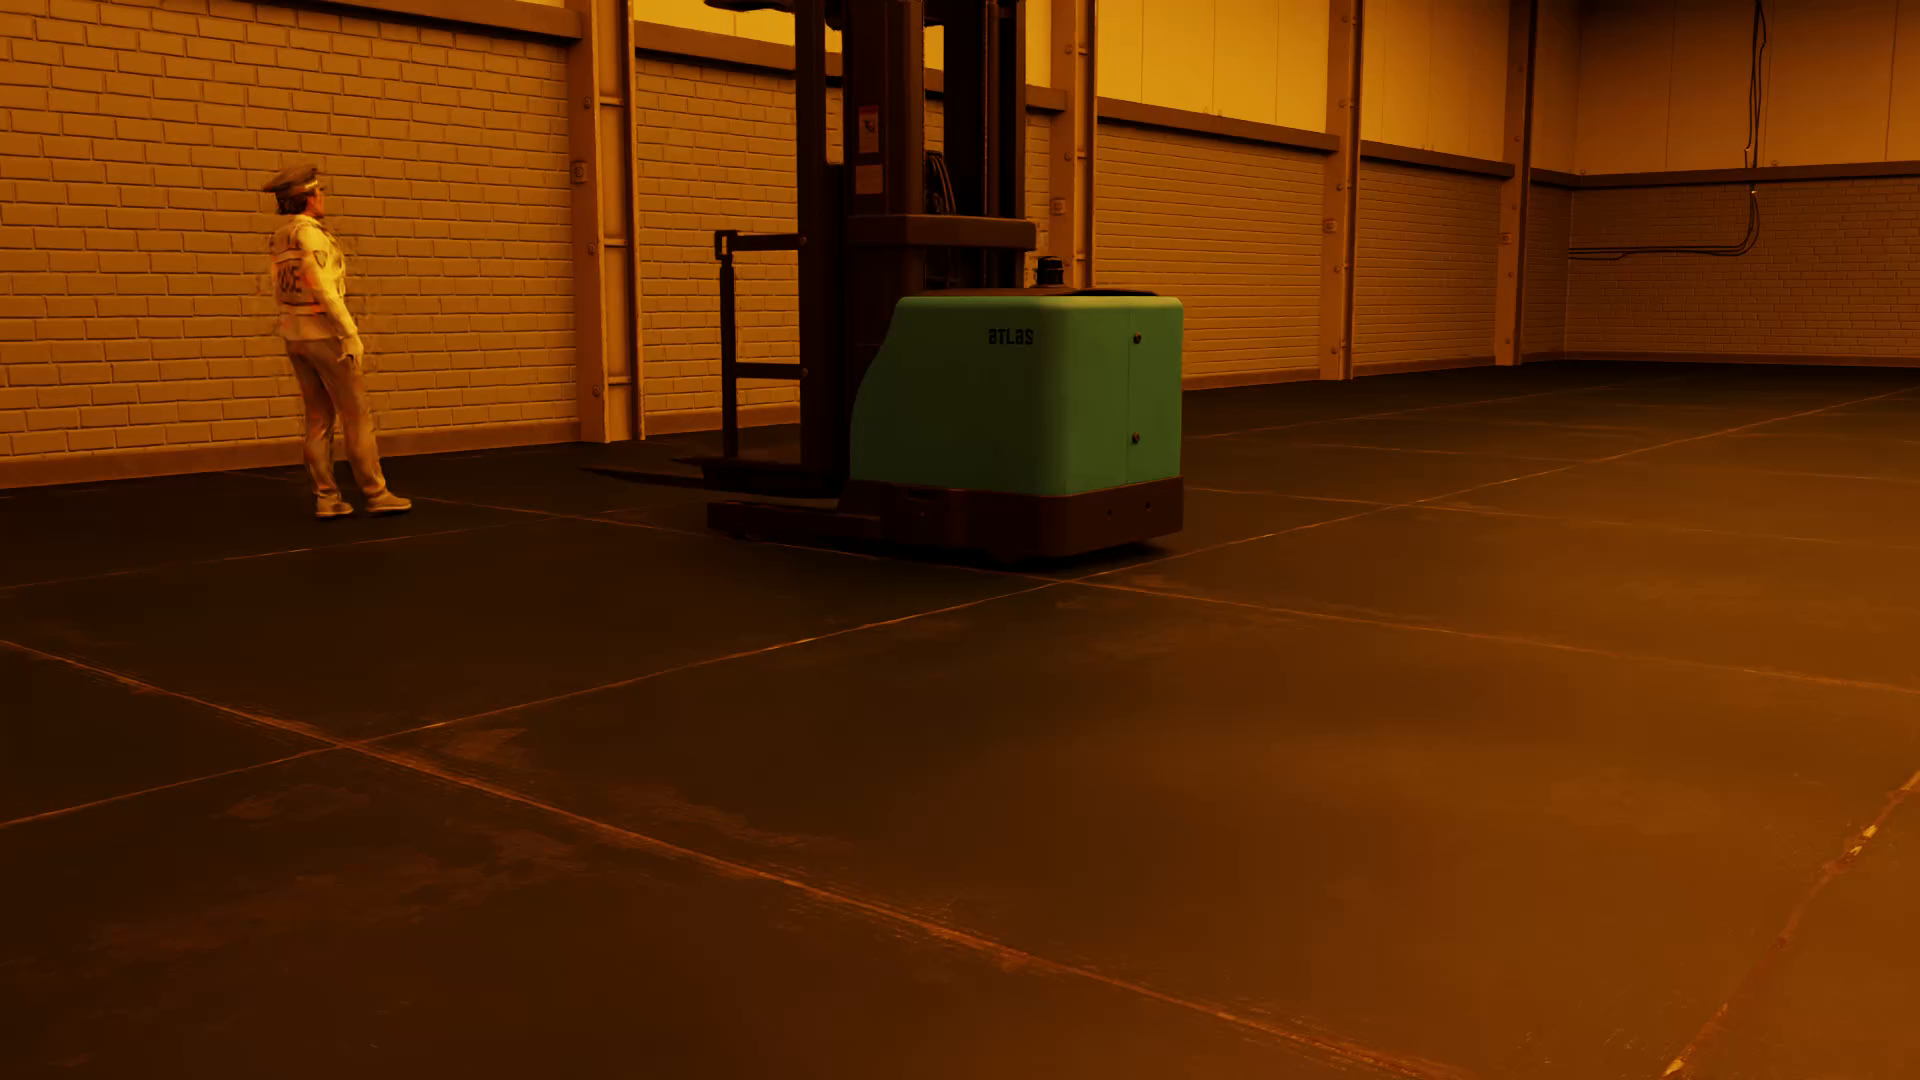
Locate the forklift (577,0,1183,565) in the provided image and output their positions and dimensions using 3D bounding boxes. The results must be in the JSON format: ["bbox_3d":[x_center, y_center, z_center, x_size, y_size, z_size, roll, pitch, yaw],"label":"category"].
[{"bbox_3d":[-0.518,-1.498,7.519,3.031,2.935,1.130,6,10,37],"label":"forklift"}]

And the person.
[{"bbox_3d":[-2.997,-0.956,8.059,0.577,1.694,0.611,8,12,44],"label":"person"}]
